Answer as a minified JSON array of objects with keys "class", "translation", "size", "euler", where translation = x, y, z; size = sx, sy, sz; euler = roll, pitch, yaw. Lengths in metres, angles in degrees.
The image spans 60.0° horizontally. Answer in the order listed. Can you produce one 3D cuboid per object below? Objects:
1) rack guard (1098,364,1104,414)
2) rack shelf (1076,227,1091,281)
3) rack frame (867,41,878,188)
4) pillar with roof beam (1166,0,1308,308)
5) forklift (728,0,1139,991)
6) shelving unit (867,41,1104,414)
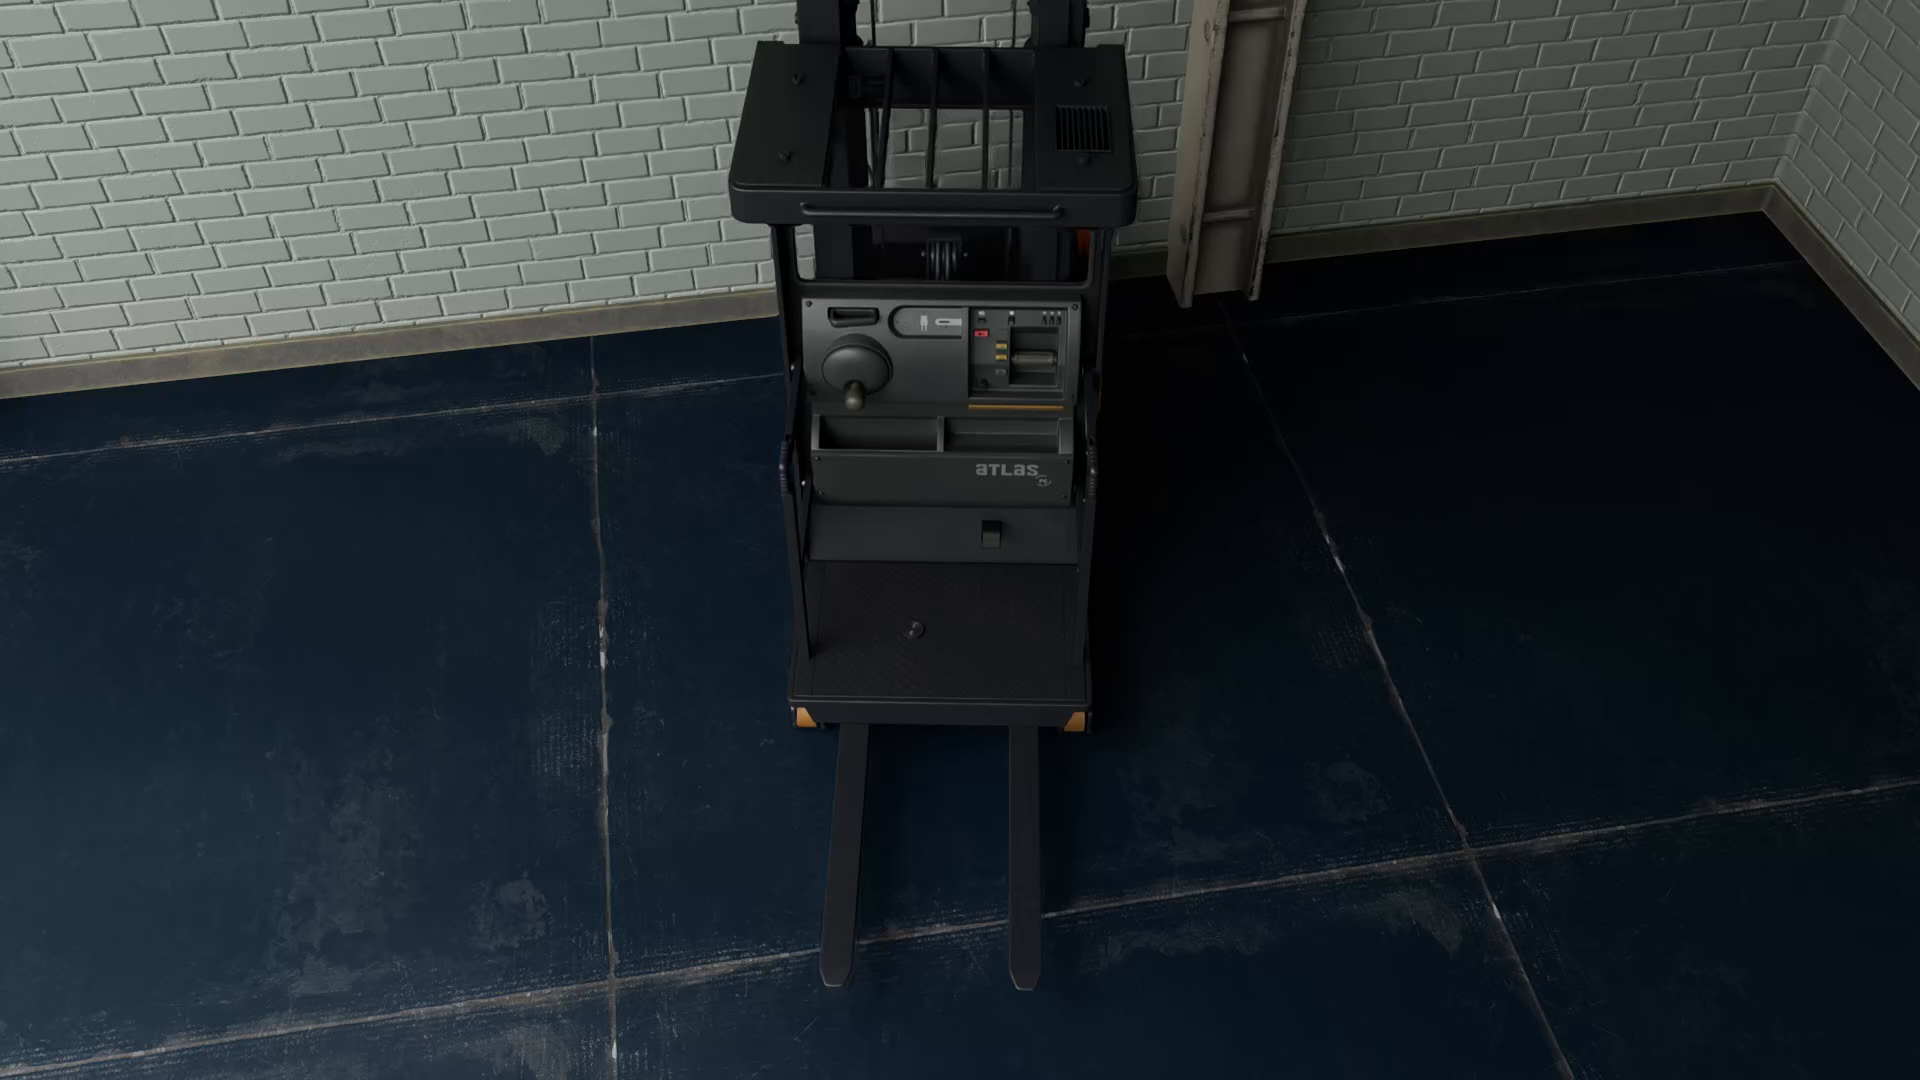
[{"class":"rack guard","translation":[0.610,-0.861,7.598],"size":[0.087,0.250,0.587],"euler":[3,46,3]},{"class":"rack shelf","translation":[0.123,-1.198,7.305],"size":[1.000,0.185,0.538],"euler":[3,46,3]},{"class":"rack frame","translation":[-0.384,-1.353,7.204],"size":[0.032,1.500,0.500],"euler":[3,46,3]},{"class":"pillar with roof beam","translation":[1.967,-1.320,1.966],"size":[0.400,9.000,9.100],"euler":[-7,46,-7]},{"class":"forklift","translation":[-0.063,-0.533,5.422],"size":[1.130,2.935,3.031],"euler":[1,46,1]},{"class":"shelving unit","translation":[0.114,-1.324,7.177],"size":[1.083,1.500,0.587],"euler":[3,46,3]}]
